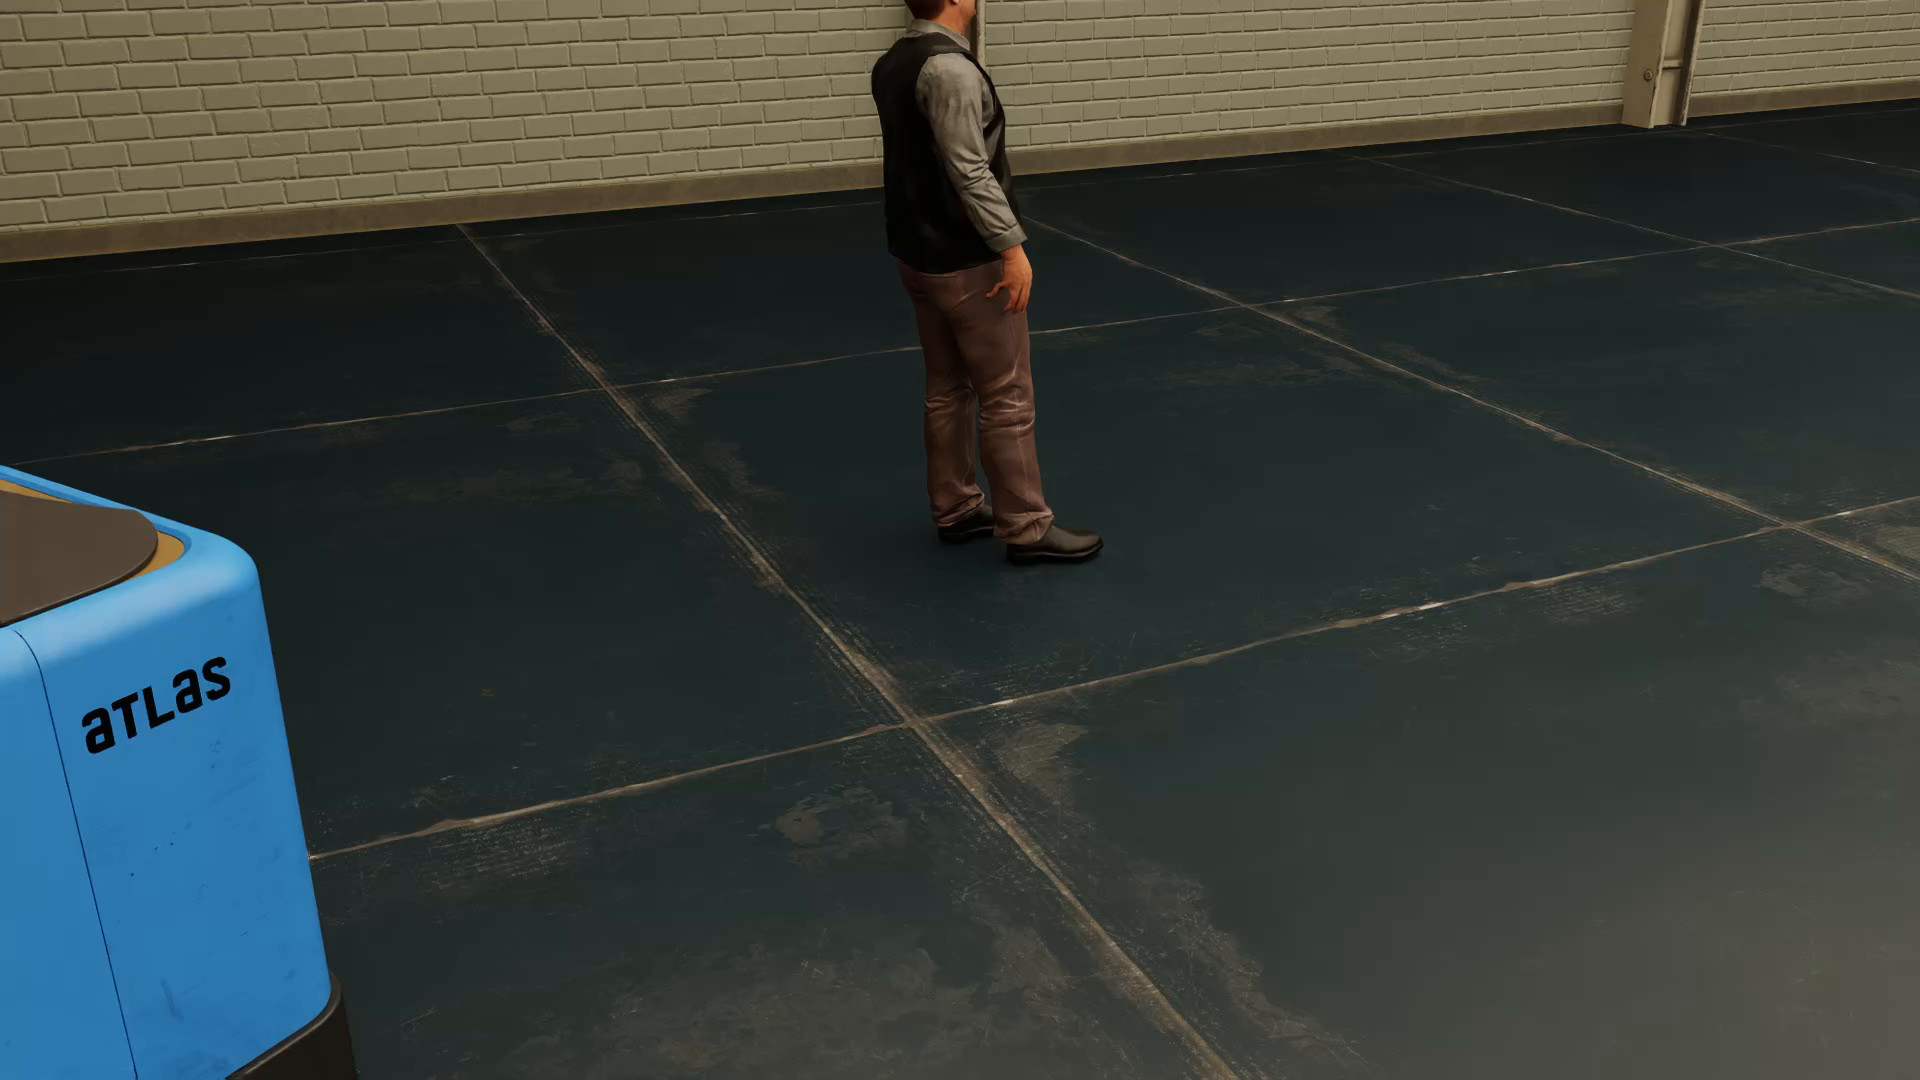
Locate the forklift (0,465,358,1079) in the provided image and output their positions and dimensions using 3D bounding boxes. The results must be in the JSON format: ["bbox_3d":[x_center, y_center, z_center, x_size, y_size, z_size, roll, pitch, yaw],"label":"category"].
[{"bbox_3d":[-2.172,0.023,1.232,1.130,2.935,3.031,14,26,29],"label":"forklift"}]

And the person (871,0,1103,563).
[{"bbox_3d":[0.060,-0.809,4.792,0.566,1.722,0.633,-10,25,-23],"label":"person"}]
